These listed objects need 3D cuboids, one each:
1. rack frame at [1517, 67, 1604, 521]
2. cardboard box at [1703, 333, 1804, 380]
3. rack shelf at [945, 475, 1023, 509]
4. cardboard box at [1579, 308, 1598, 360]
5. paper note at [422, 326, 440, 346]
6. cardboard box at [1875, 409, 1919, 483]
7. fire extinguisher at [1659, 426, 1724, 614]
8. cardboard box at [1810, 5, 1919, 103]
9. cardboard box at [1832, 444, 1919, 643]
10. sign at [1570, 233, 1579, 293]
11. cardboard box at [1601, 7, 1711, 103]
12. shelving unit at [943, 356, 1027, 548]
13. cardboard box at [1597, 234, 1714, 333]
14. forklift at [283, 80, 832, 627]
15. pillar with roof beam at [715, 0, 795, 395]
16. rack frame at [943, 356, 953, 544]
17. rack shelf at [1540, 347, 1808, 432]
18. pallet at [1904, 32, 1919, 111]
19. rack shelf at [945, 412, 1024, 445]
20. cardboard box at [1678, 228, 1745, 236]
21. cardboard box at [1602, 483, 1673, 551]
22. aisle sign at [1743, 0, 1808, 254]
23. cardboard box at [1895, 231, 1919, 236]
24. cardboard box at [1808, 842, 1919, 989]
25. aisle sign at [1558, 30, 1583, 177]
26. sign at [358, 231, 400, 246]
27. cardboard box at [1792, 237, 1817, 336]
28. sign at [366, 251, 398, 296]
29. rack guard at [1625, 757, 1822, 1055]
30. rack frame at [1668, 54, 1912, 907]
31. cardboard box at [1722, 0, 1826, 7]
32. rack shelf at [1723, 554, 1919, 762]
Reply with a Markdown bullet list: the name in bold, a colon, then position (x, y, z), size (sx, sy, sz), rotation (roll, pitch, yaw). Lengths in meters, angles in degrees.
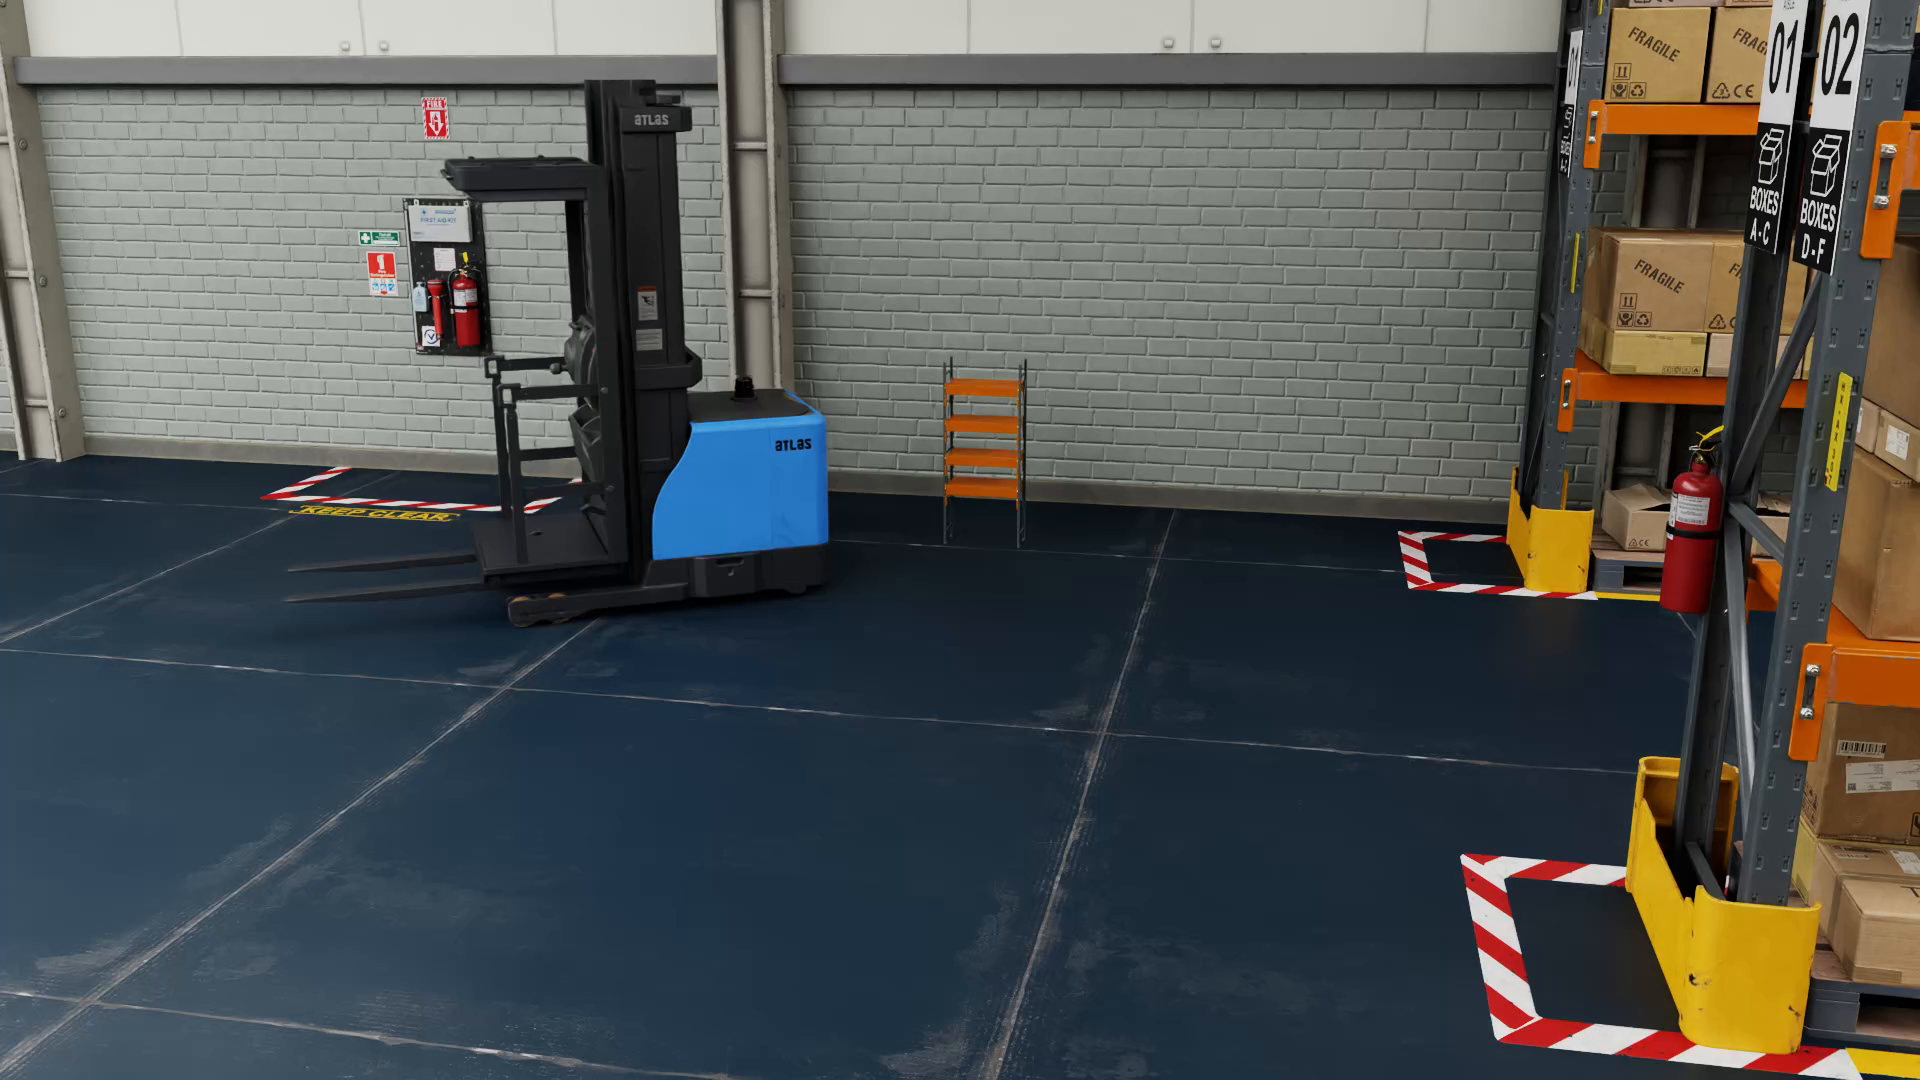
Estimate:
- **rack frame**: position (3.586, -1.292, 10.036), size (0.127, 3.000, 1.000), rotation (3, 16, 11)
- **cardboard box**: position (4.512, -1.096, 9.573), size (0.500, 0.250, 0.500), rotation (3, 16, 9)
- **rack shelf**: position (0.162, -0.313, 10.871), size (0.480, 0.148, 0.258), rotation (3, 16, 11)
- **cardboard box**: position (4.082, -1.255, 10.146), size (0.500, 0.250, 0.500), rotation (3, 16, 12)
- **paper note**: position (-4.009, -1.544, 12.598), size (0.142, 0.148, 0.016), rotation (3, 16, 11)
- **cardboard box**: position (2.944, -0.279, 4.978), size (0.250, 0.149, 0.380), rotation (3, 16, 11)
- **fire extinguisher**: position (2.579, -0.086, 5.829), size (0.183, 0.674, 0.296), rotation (3, 16, 11)
- **cardboard box**: position (4.892, -2.647, 9.086), size (0.500, 0.500, 0.500), rotation (4, 16, 14)
- **cardboard box**: position (3.057, -0.016, 5.242), size (0.500, 0.500, 0.700), rotation (3, 16, 11)
- **sign**: position (3.478, -1.567, 9.408), size (0.005, 0.325, 0.100), rotation (3, 16, 11)
- **cardboard box**: position (3.864, -2.712, 9.319), size (0.500, 0.500, 0.500), rotation (4, 16, 13)
- **shelving unit**: position (0.162, -0.569, 10.800), size (0.503, 1.200, 0.258), rotation (3, 16, 11)
- **cardboard box**: position (3.994, -1.486, 9.577), size (0.500, 0.500, 0.500), rotation (3, 16, 11)
- **forklift**: position (-2.333, -1.087, 9.425), size (3.031, 2.935, 1.130), rotation (-5, 16, -19)
- **pillar with roof beam**: position (-2.293, -3.565, 7.004), size (0.400, 9.000, 9.100), rotation (3, 16, 11)
- **rack frame**: position (-0.077, -0.582, 10.847), size (0.015, 1.200, 0.240), rotation (3, 16, 11)
- **rack shelf**: position (5.546, -0.838, 9.748), size (4.000, 0.370, 1.077), rotation (3, 16, 11)
- **pallet**: position (3.290, -1.354, 4.808), size (1.213, 0.211, 1.003), rotation (3, 16, 11)
- **rack shelf**: position (0.162, -0.720, 10.758), size (0.480, 0.148, 0.258), rotation (3, 16, 11)
- **cardboard box**: position (4.581, -1.592, 9.957), size (0.500, 0.500, 0.500), rotation (3, 16, 12)
- **cardboard box**: position (4.246, -0.147, 10.118), size (0.500, 0.311, 0.500), rotation (1, 16, 5)
- **aisle sign**: position (2.596, -1.329, 5.300), size (0.004, 0.787, 0.394), rotation (3, 16, 11)
- **cardboard box**: position (5.582, -1.538, 9.765), size (0.500, 0.500, 0.500), rotation (3, 16, 12)
- **cardboard box**: position (3.083, 1.214, 5.355), size (0.500, 0.250, 0.500), rotation (3, 16, 11)
- **aisle sign**: position (3.455, -2.470, 9.419), size (0.004, 0.787, 0.394), rotation (3, 16, 11)
- **sign**: position (-4.368, -2.268, 12.500), size (0.331, 0.109, 0.001), rotation (3, 16, 11)
- **cardboard box**: position (4.981, -1.428, 9.368), size (0.500, 0.500, 0.500), rotation (3, 16, 9)
- **sign**: position (-4.371, -2.015, 12.580), size (0.234, 0.329, 0.001), rotation (3, 16, 11)
- **rack guard**: position (2.579, 1.208, 5.695), size (0.348, 0.500, 1.175), rotation (3, 16, 11)
- **rack frame**: position (2.602, 0.004, 5.357), size (0.127, 3.000, 1.000), rotation (3, 16, 11)
- **cardboard box**: position (4.396, -3.153, 9.038), size (0.500, 0.500, 0.500), rotation (3, 16, 10)
- **rack shelf**: position (4.562, 0.458, 5.069), size (4.000, 0.370, 1.077), rotation (3, 16, 11)
